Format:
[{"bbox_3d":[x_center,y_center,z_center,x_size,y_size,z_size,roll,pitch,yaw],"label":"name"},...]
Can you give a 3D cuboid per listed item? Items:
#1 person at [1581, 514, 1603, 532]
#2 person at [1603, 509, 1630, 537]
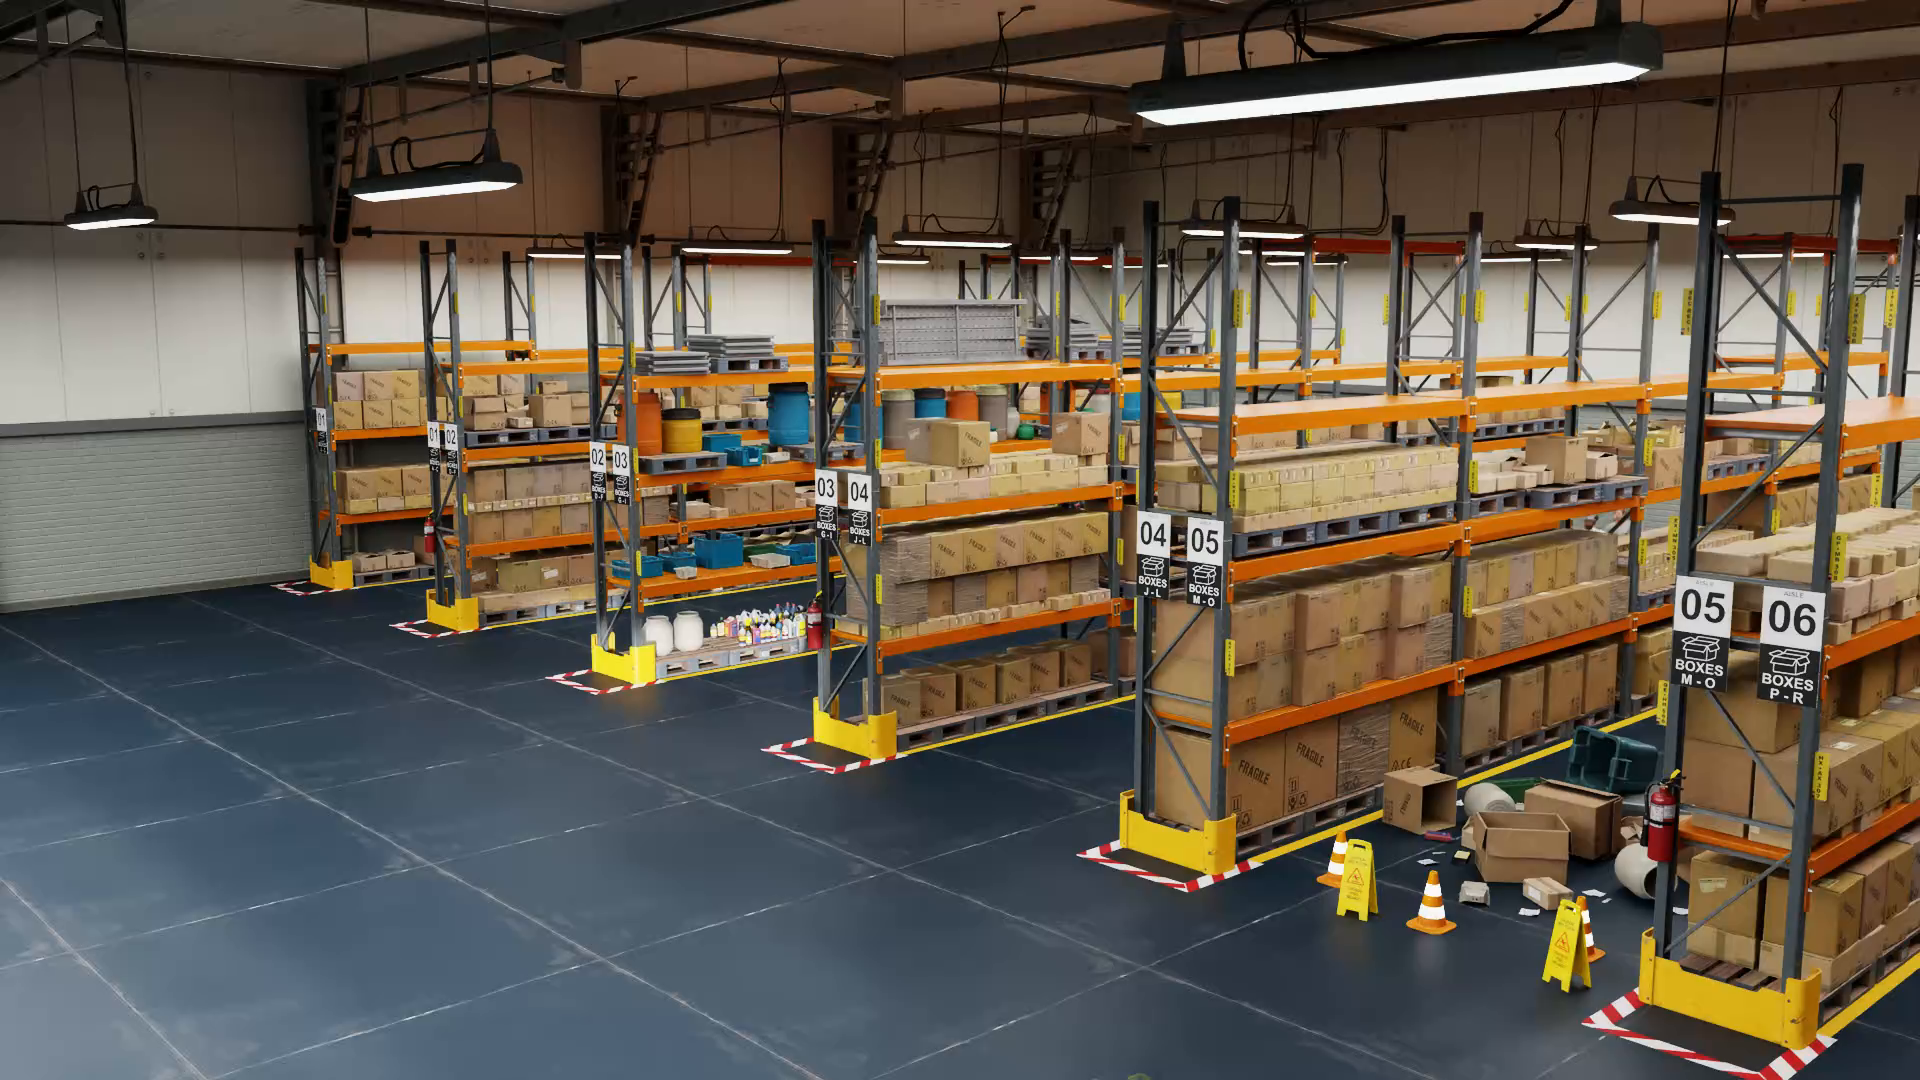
[{"bbox_3d":[10.347,0.365,27.294,0.599,1.667,0.557,8,11,43],"label":"person"},{"bbox_3d":[7.096,0.118,29.060,8.607,1.644,3.111,5,10,30],"label":"person"}]
